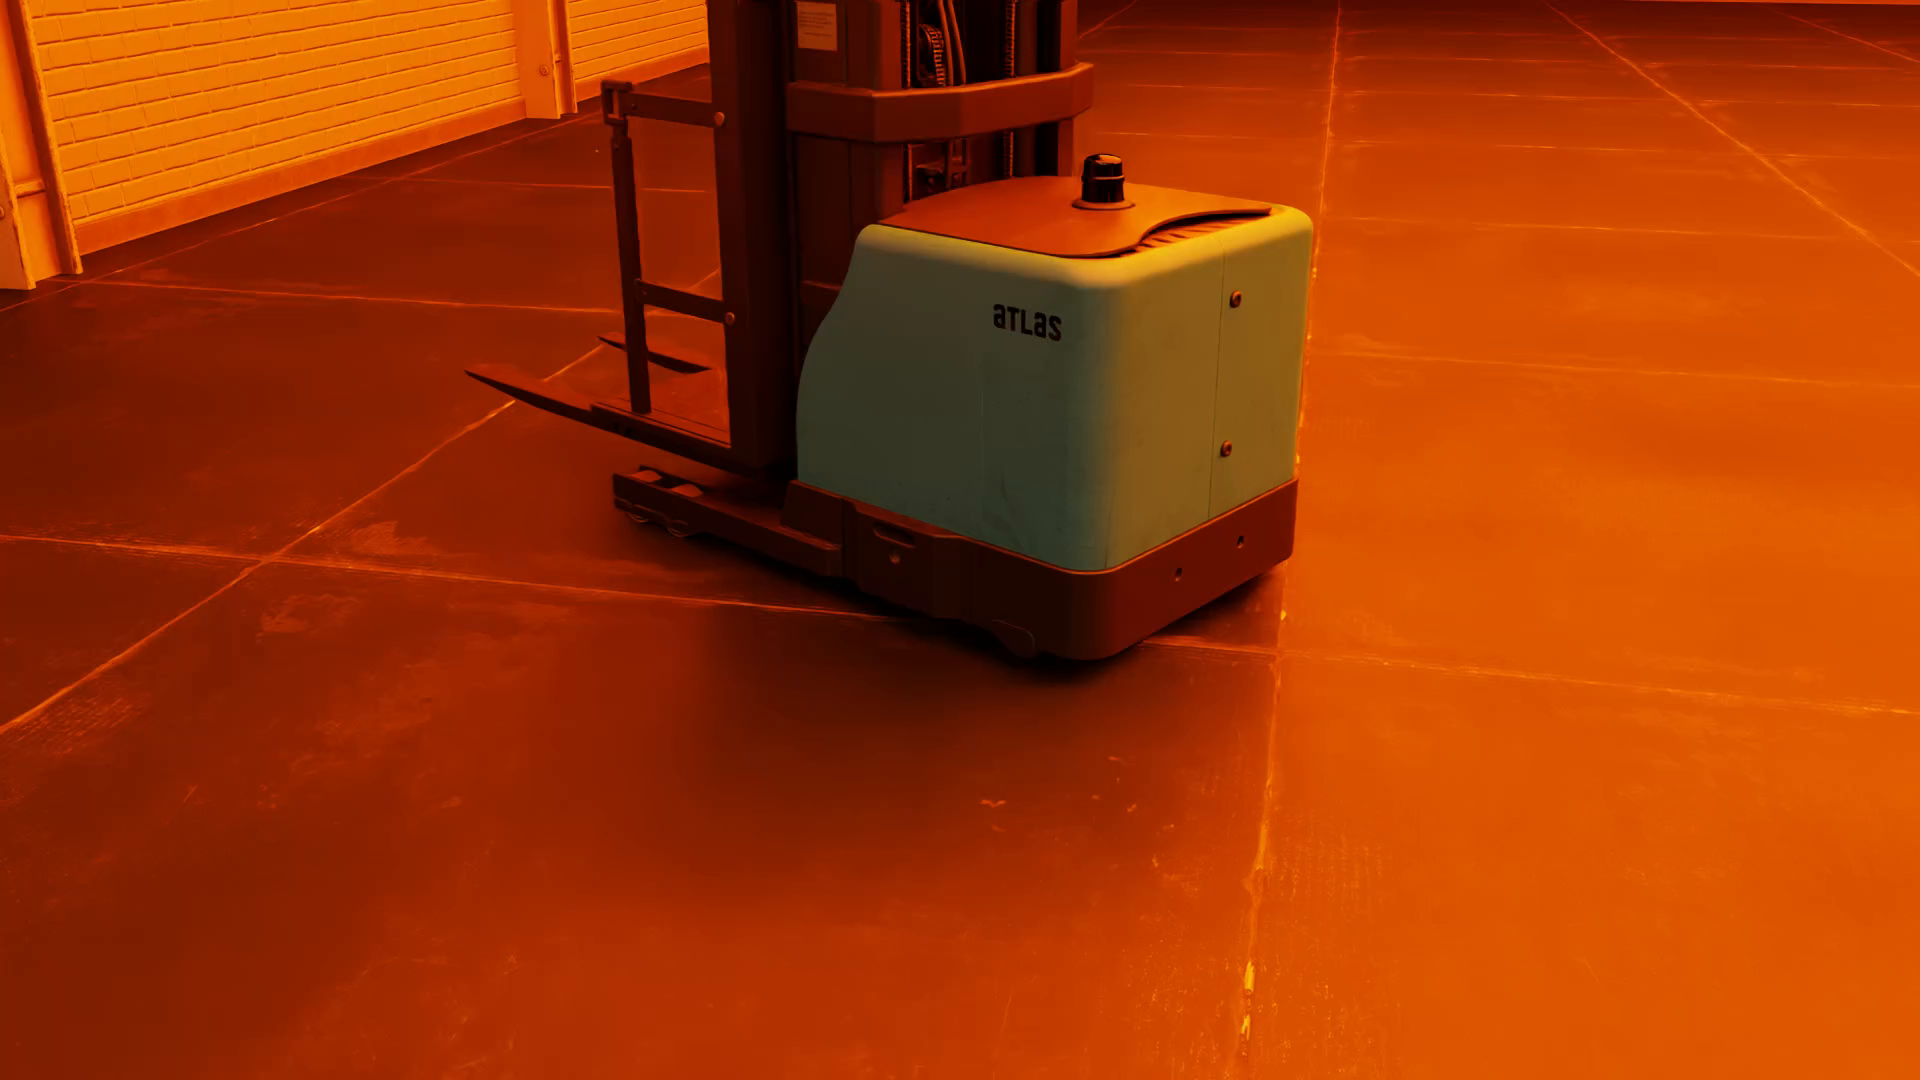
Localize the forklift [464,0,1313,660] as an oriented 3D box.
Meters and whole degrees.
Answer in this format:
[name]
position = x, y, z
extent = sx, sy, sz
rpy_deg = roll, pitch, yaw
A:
[forklift]
position = -0.464, -1.495, 4.933
extent = 3.031, 2.935, 1.130
rpy_deg = 18, 29, 38
